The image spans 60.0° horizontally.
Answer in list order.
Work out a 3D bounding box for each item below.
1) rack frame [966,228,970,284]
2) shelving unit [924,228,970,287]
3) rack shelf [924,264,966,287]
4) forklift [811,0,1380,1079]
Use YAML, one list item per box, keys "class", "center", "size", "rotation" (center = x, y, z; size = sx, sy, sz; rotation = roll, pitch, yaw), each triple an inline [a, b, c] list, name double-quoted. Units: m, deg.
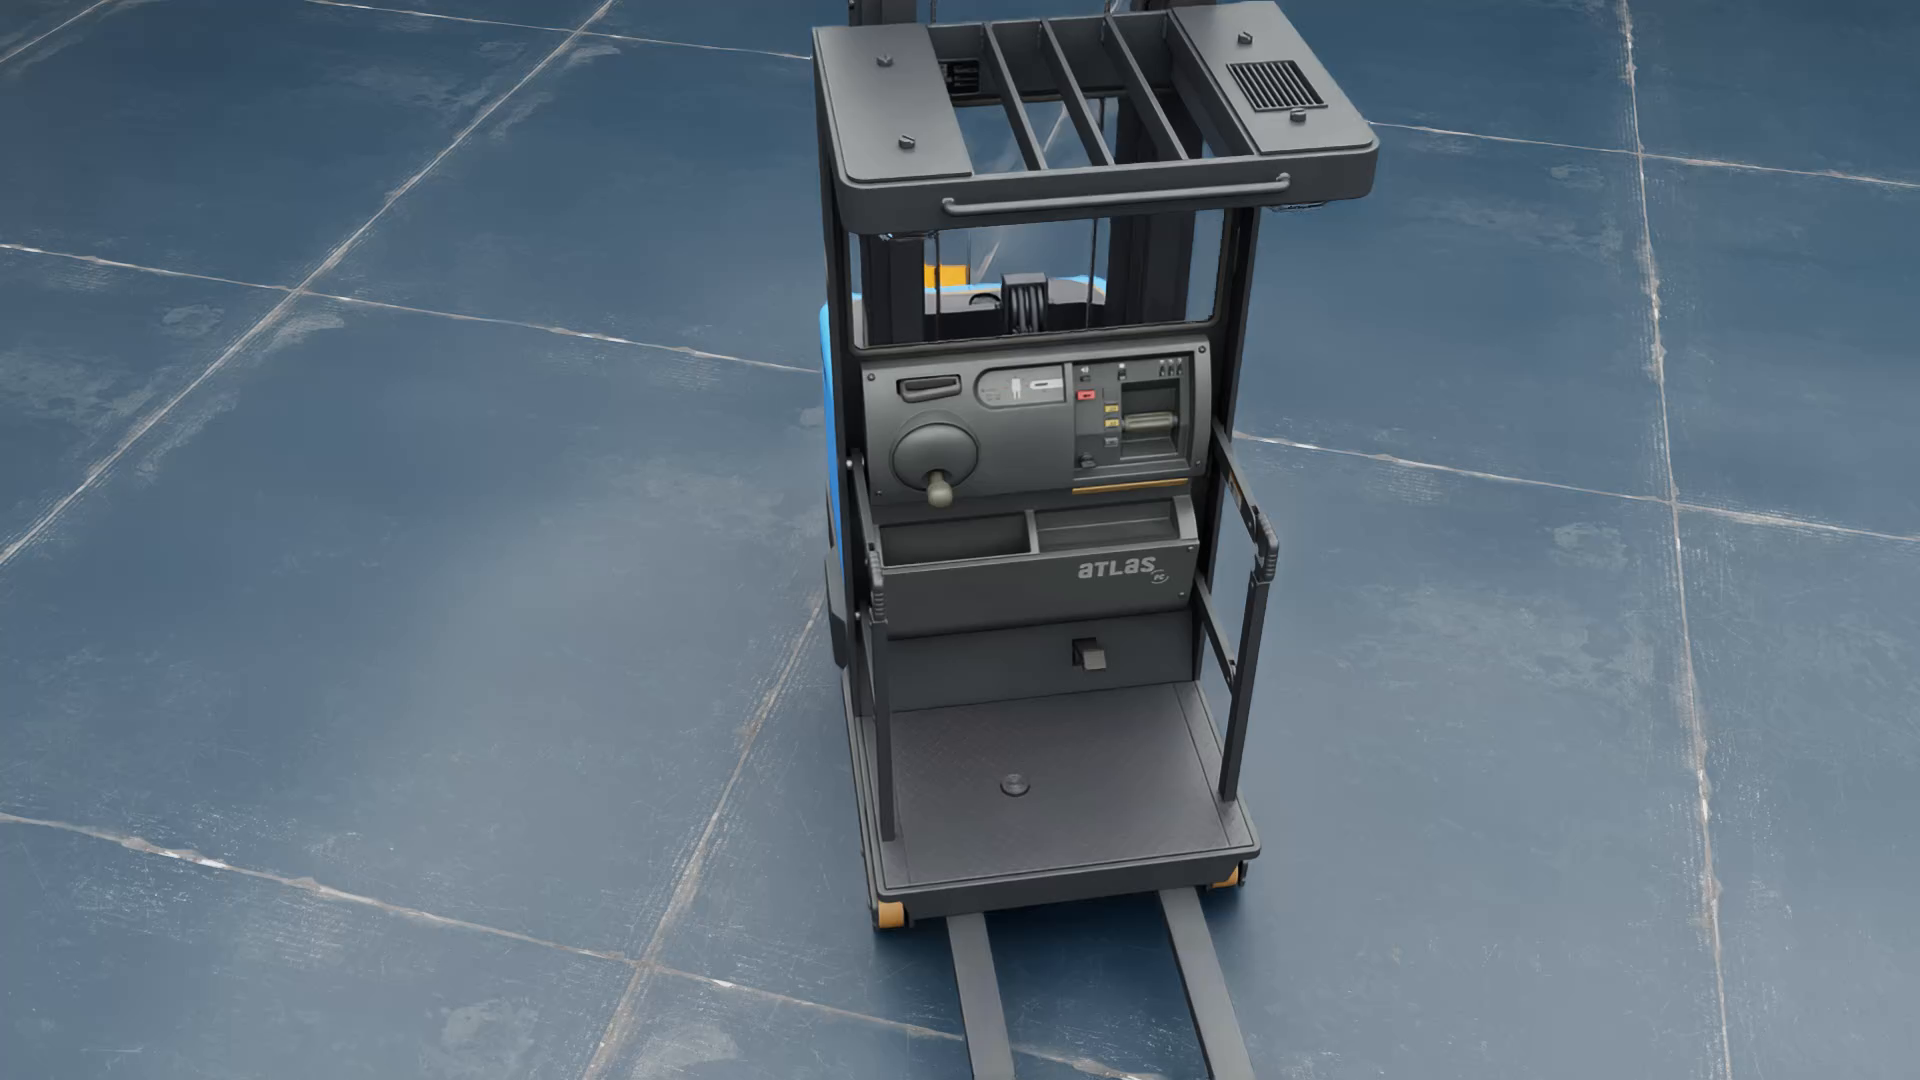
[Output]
- class: "rack frame"
  center: [0.029, -0.627, 6.064]
  size: [0.006, 1.200, 0.240]
  rotation: [1, 40, 2]
- class: "shelving unit"
  center: [-0.063, -0.629, 6.066]
  size: [0.189, 1.200, 0.258]
  rotation: [1, 40, 2]
- class: "rack shelf"
  center: [-0.063, -0.871, 5.863]
  size: [0.180, 0.103, 0.258]
  rotation: [1, 40, 2]
- class: "forklift"
  center: [0.243, -0.232, 4.247]
  size: [1.130, 2.935, 3.031]
  rotation: [-6, 40, -7]
